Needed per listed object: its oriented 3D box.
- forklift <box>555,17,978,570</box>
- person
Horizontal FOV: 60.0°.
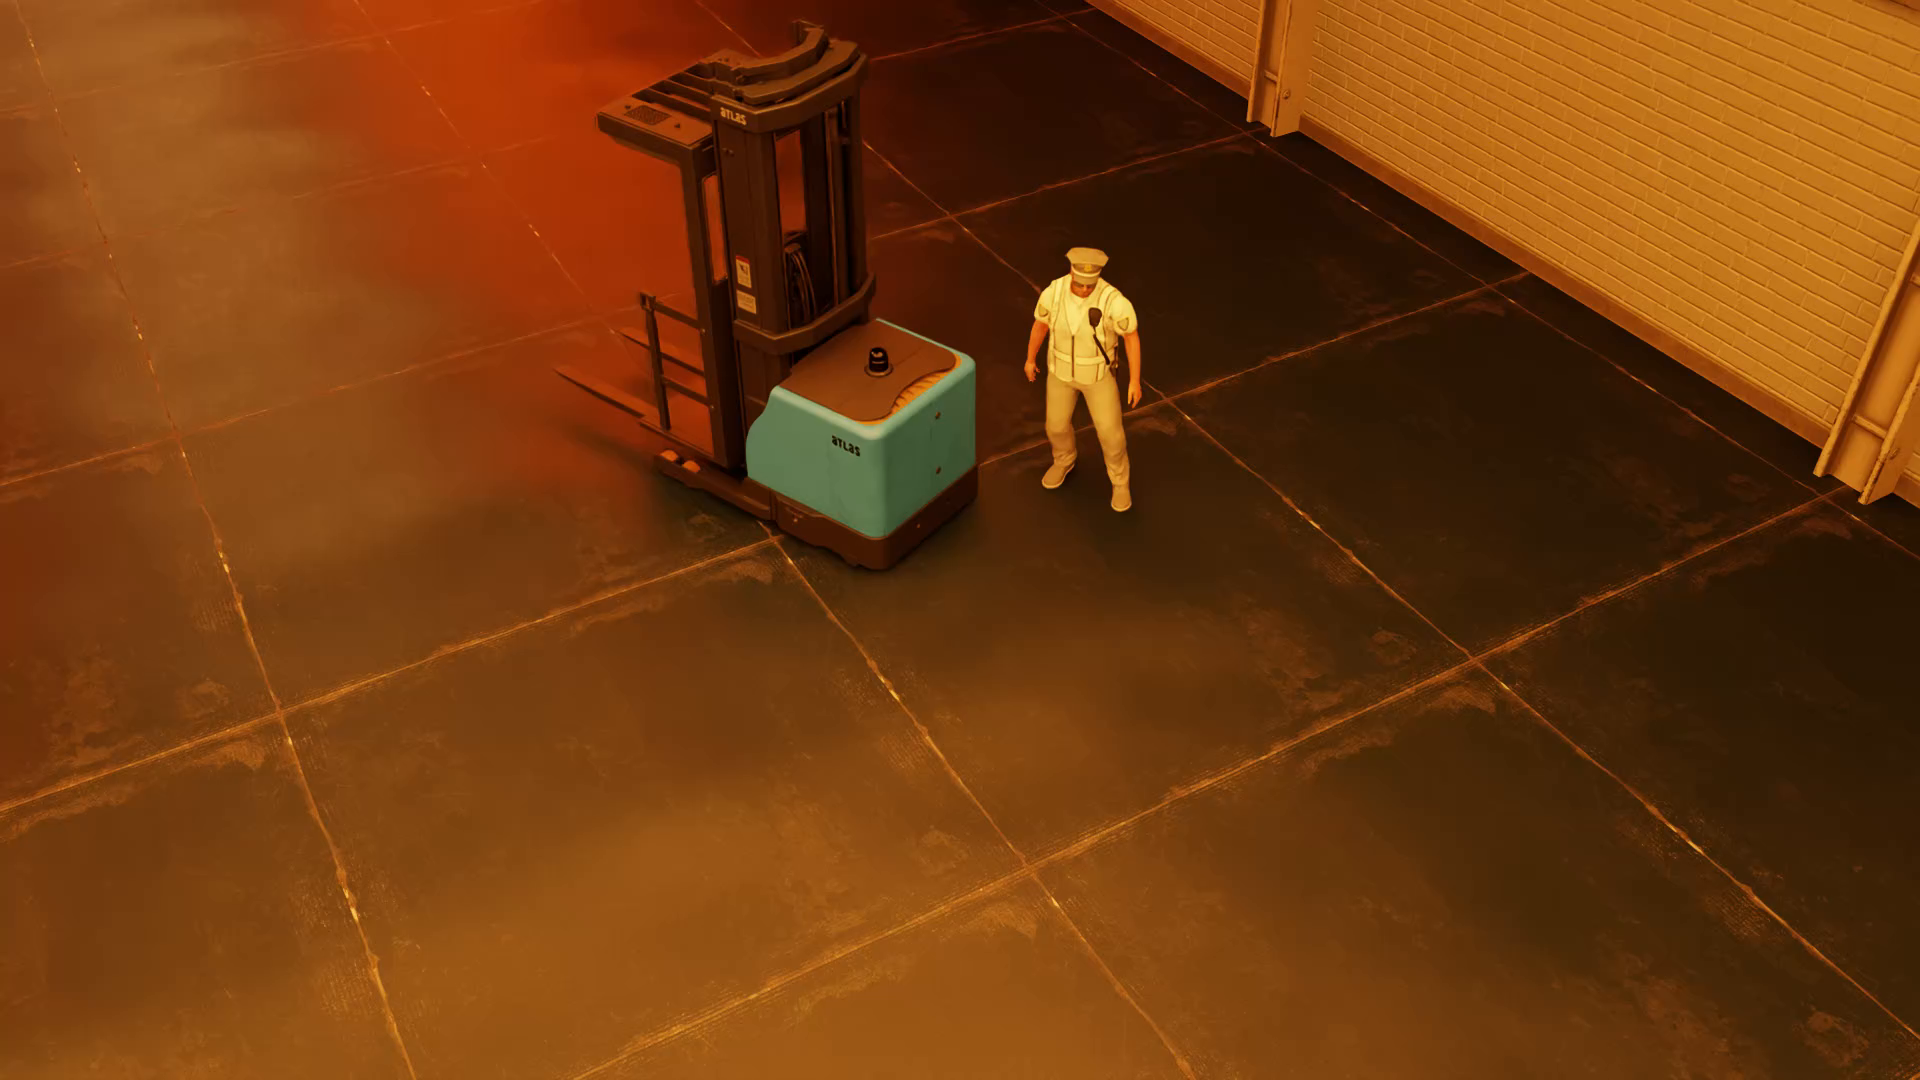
[{"bbox_3d":[-1.369,-1.715,10.104,3.031,2.935,1.130,26,46,28],"label":"forklift"},{"bbox_3d":[0.760,-1.031,10.226,0.787,1.725,0.440,12,41,15],"label":"person"}]
